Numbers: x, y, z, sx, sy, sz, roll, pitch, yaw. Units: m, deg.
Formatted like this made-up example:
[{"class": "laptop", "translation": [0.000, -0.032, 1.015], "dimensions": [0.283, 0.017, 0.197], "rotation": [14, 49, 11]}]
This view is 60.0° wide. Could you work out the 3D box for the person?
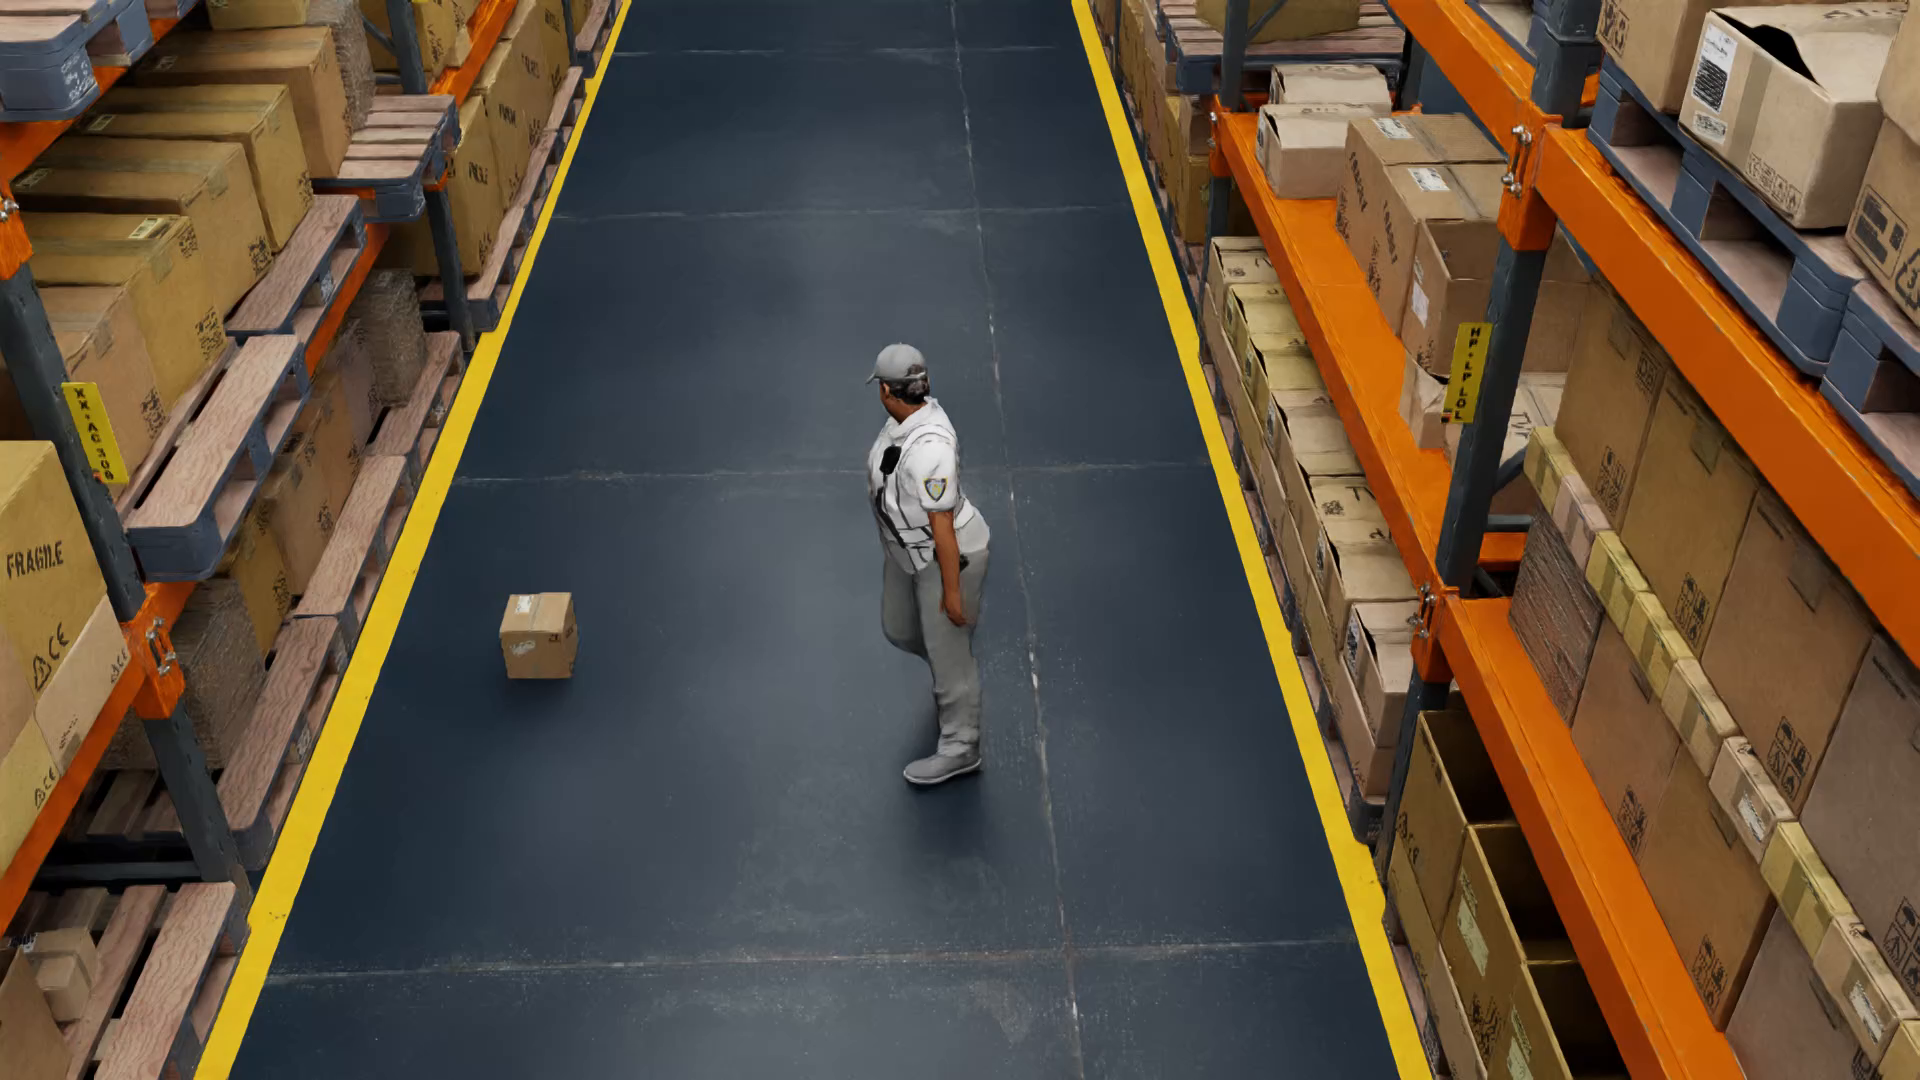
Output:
[{"class": "person", "translation": [-0.092, 0.066, 6.084], "dimensions": [0.517, 1.607, 0.650], "rotation": [-17, 39, -23]}]
